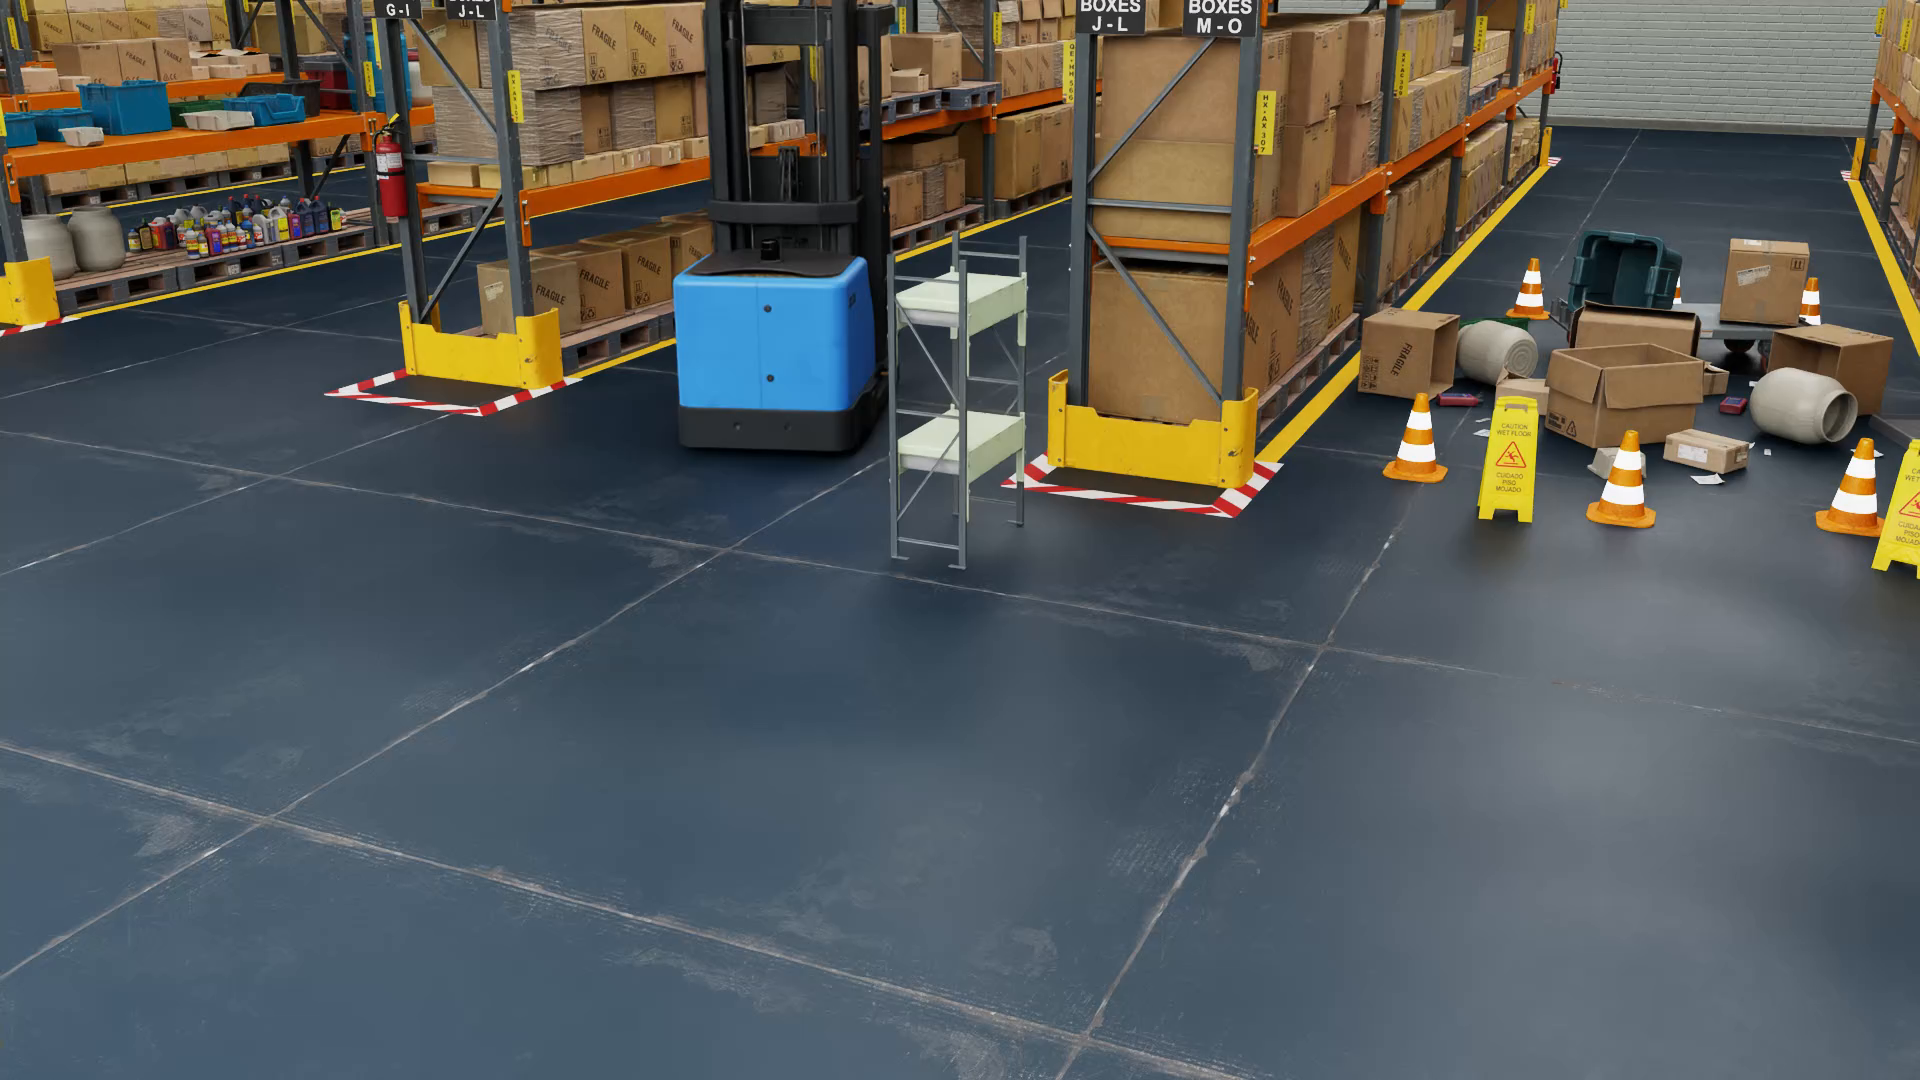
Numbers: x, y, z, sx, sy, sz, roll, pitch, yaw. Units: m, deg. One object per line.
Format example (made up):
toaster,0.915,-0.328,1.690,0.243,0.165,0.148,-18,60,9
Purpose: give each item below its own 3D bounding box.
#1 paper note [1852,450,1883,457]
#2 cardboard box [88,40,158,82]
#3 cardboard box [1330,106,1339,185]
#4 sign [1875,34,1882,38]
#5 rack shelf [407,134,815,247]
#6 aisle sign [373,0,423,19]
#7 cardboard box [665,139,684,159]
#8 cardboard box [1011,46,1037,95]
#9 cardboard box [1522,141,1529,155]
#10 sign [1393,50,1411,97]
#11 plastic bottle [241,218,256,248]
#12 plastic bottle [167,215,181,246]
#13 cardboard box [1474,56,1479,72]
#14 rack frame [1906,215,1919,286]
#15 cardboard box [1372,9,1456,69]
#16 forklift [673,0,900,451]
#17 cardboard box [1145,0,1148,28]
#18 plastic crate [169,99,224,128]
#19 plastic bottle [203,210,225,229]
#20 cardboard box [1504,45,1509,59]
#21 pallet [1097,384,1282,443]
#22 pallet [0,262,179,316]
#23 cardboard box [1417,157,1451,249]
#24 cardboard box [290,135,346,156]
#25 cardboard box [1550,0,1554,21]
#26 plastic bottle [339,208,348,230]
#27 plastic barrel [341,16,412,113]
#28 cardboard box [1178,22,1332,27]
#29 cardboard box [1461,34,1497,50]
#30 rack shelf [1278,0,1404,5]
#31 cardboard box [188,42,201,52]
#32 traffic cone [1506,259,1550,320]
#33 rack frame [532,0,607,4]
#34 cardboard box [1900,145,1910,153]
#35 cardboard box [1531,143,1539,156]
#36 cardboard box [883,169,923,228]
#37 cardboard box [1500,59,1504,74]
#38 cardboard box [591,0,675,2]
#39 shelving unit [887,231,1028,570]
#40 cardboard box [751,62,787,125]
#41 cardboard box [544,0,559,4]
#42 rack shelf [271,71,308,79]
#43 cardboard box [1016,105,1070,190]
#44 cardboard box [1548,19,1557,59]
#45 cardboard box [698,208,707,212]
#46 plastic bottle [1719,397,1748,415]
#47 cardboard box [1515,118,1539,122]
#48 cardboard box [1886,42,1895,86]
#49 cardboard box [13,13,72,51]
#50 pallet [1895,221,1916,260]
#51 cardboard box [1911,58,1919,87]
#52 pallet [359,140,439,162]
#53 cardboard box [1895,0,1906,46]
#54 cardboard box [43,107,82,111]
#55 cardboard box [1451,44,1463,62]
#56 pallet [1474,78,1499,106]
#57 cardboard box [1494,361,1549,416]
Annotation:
paper note,5.408,-0.525,9.899,0.142,0.019,0.148,1,20,4
cardboard box,-10.028,-5.721,19.929,0.500,0.500,0.500,9,21,23
cardboard box,2.068,-2.691,11.335,0.875,0.550,0.550,9,21,23
sign,14.481,-7.955,25.956,0.327,0.218,0.001,9,21,23
rack shelf,-2.562,-2.816,12.984,1.077,0.370,4.000,9,21,23
aisle sign,-3.680,-3.791,10.771,0.394,0.787,0.004,9,21,23
cardboard box,-2.362,-3.020,12.858,0.380,0.149,0.250,9,21,23
cardboard box,0.552,-5.306,18.761,0.500,0.500,0.500,8,21,21
cardboard box,7.078,-5.035,21.333,0.380,0.149,0.250,9,21,23
sign,3.248,-3.424,12.211,0.100,0.325,0.005,9,21,23
plastic bottle,-6.608,-2.854,15.432,0.097,0.271,0.097,0,20,0
plastic bottle,-7.362,-2.884,15.511,0.152,0.276,0.135,8,21,21
cardboard box,5.079,-4.860,16.962,0.380,0.149,0.250,9,21,23
rack frame,8.936,-3.629,14.198,1.000,3.000,0.127,9,21,23
cardboard box,4.186,-4.660,15.454,0.700,0.500,0.500,8,21,22
forklift,-1.001,-2.349,10.700,1.130,2.935,3.031,2,20,6
cardboard box,2.172,-6.896,22.042,0.500,0.500,0.500,9,21,23
plastic crate,-7.075,-3.970,15.471,0.450,0.188,0.662,9,21,23
plastic bottle,-7.076,-2.980,15.780,0.152,0.276,0.135,9,21,23
cardboard box,6.034,-5.571,18.963,0.380,0.149,0.250,9,22,24
pallet,1.359,-0.773,10.329,1.003,0.211,1.213,9,21,23
pallet,-7.573,-2.187,14.302,1.003,0.211,1.213,9,21,23
cardboard box,4.048,-3.242,15.838,1.050,0.750,0.750,8,21,22
cardboard box,-8.694,-5.479,22.473,0.500,0.500,0.500,10,22,25
cardboard box,7.487,-7.053,21.738,0.500,0.500,0.500,8,21,21
plastic bottle,-6.125,-3.181,16.457,0.097,0.201,0.097,0,20,0
plastic barrel,-5.827,-4.759,16.625,0.600,0.901,0.708,9,21,23
cardboard box,1.883,-3.033,10.685,0.875,0.550,0.500,9,21,23
cardboard box,5.603,-5.395,18.022,0.380,0.149,0.250,8,21,21
rack shelf,3.560,-4.741,13.919,1.077,0.370,4.000,9,21,23
cardboard box,-12.187,-7.758,26.151,0.380,0.149,0.250,9,21,23
traffic cone,4.668,-2.062,13.578,0.336,0.463,0.334,9,21,23
rack frame,-4.623,-5.669,19.932,1.000,3.000,0.127,9,21,23
cardboard box,11.296,-4.294,19.263,0.875,0.438,0.875,8,21,21
cardboard box,7.617,-5.296,22.511,0.380,0.149,0.250,9,22,24
cardboard box,-0.802,-3.466,16.811,0.700,0.500,0.500,11,22,27
cardboard box,5.929,-5.352,18.789,0.380,0.149,0.250,9,21,23
cardboard box,-2.567,-4.016,13.200,0.500,0.500,0.500,9,21,23
shelving unit,-0.003,-0.705,8.212,0.431,1.500,0.755,9,21,23
cardboard box,-1.983,-3.825,14.153,0.875,0.500,0.500,9,21,23
cardboard box,-6.631,-8.511,26.282,0.500,0.500,0.500,8,21,21
rack shelf,-8.322,-6.622,23.686,1.077,0.370,4.000,9,21,23
cardboard box,0.569,-4.666,19.655,1.225,0.875,0.875,9,21,23
cardboard box,7.706,-6.738,22.345,0.500,0.500,0.500,9,21,24
cardboard box,-1.943,-2.670,14.603,0.500,0.500,0.500,8,21,21
plastic bottle,5.059,-0.885,10.866,0.133,0.061,0.283,13,23,32
cardboard box,7.669,-5.662,22.652,0.380,0.149,0.250,9,21,23
cardboard box,11.158,-5.548,19.443,0.500,0.500,0.500,9,22,25
cardboard box,-13.229,-7.338,24.003,0.500,0.500,0.500,9,22,24
pallet,9.829,-2.918,16.358,1.003,0.211,1.213,9,21,23
cardboard box,9.718,-4.607,16.425,0.500,0.250,0.500,9,21,23
pallet,-8.299,-5.630,23.986,1.003,0.211,1.213,9,21,23
cardboard box,10.931,-5.863,18.838,0.500,0.500,0.500,9,21,23
cardboard box,-13.241,-6.420,24.626,0.750,0.750,0.750,8,21,22
cardboard box,4.747,-4.754,16.219,0.380,0.149,0.250,9,21,23
pallet,5.152,-4.798,17.770,1.003,0.211,1.213,9,21,23
cardboard box,3.718,-0.989,10.852,0.396,0.266,0.258,13,23,32
